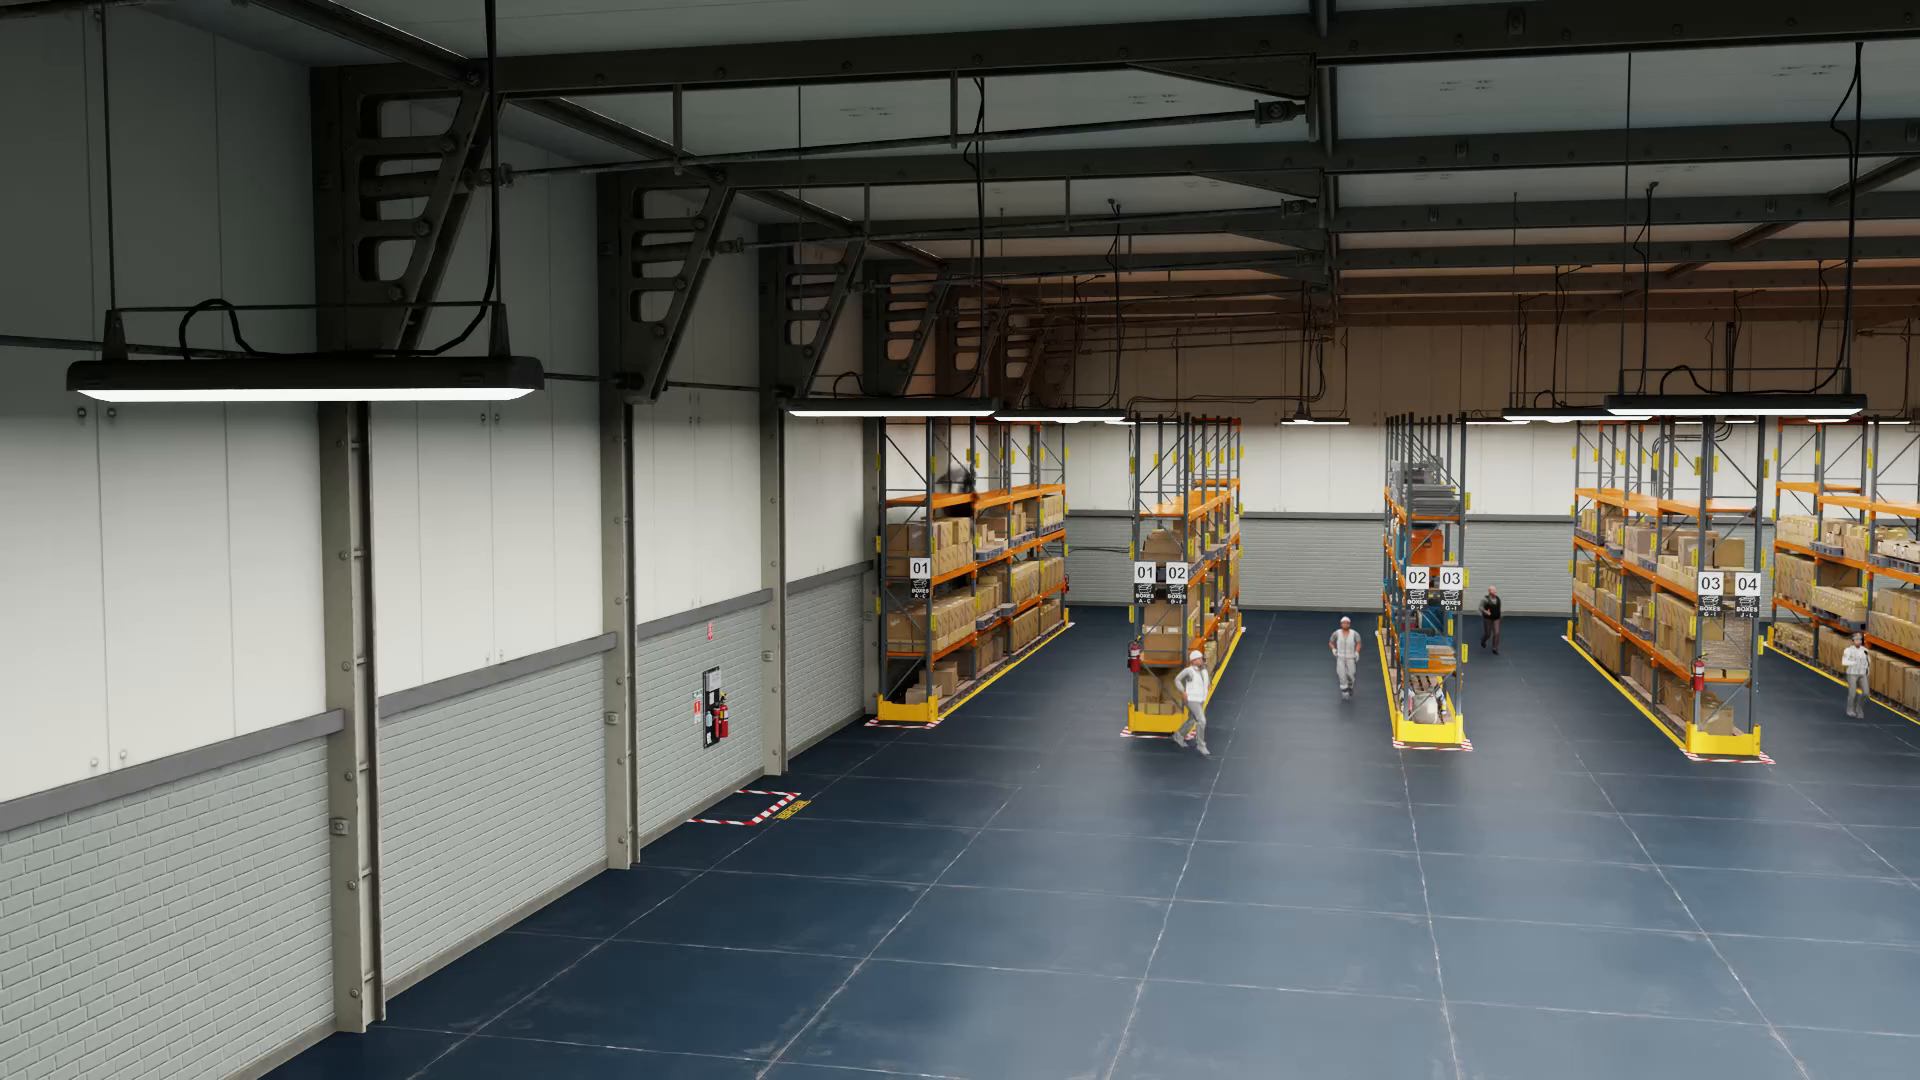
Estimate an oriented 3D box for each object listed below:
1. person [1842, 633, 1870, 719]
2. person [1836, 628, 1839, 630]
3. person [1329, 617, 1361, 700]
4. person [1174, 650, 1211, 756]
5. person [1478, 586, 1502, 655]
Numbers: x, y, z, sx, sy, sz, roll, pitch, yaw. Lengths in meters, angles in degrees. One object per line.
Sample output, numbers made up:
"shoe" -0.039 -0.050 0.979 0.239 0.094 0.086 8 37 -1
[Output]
"person" 17.655 2.676 32.681 0.594 1.707 0.638 1 4 8
"person" 23.141 1.943 43.440 0.733 1.814 0.754 0 4 0
"person" 8.080 2.483 34.931 0.661 1.745 0.586 1 4 15
"person" 4.144 2.841 29.332 0.856 1.807 0.649 4 5 42
"person" 13.470 2.028 42.161 0.661 1.721 0.857 0 4 -3
